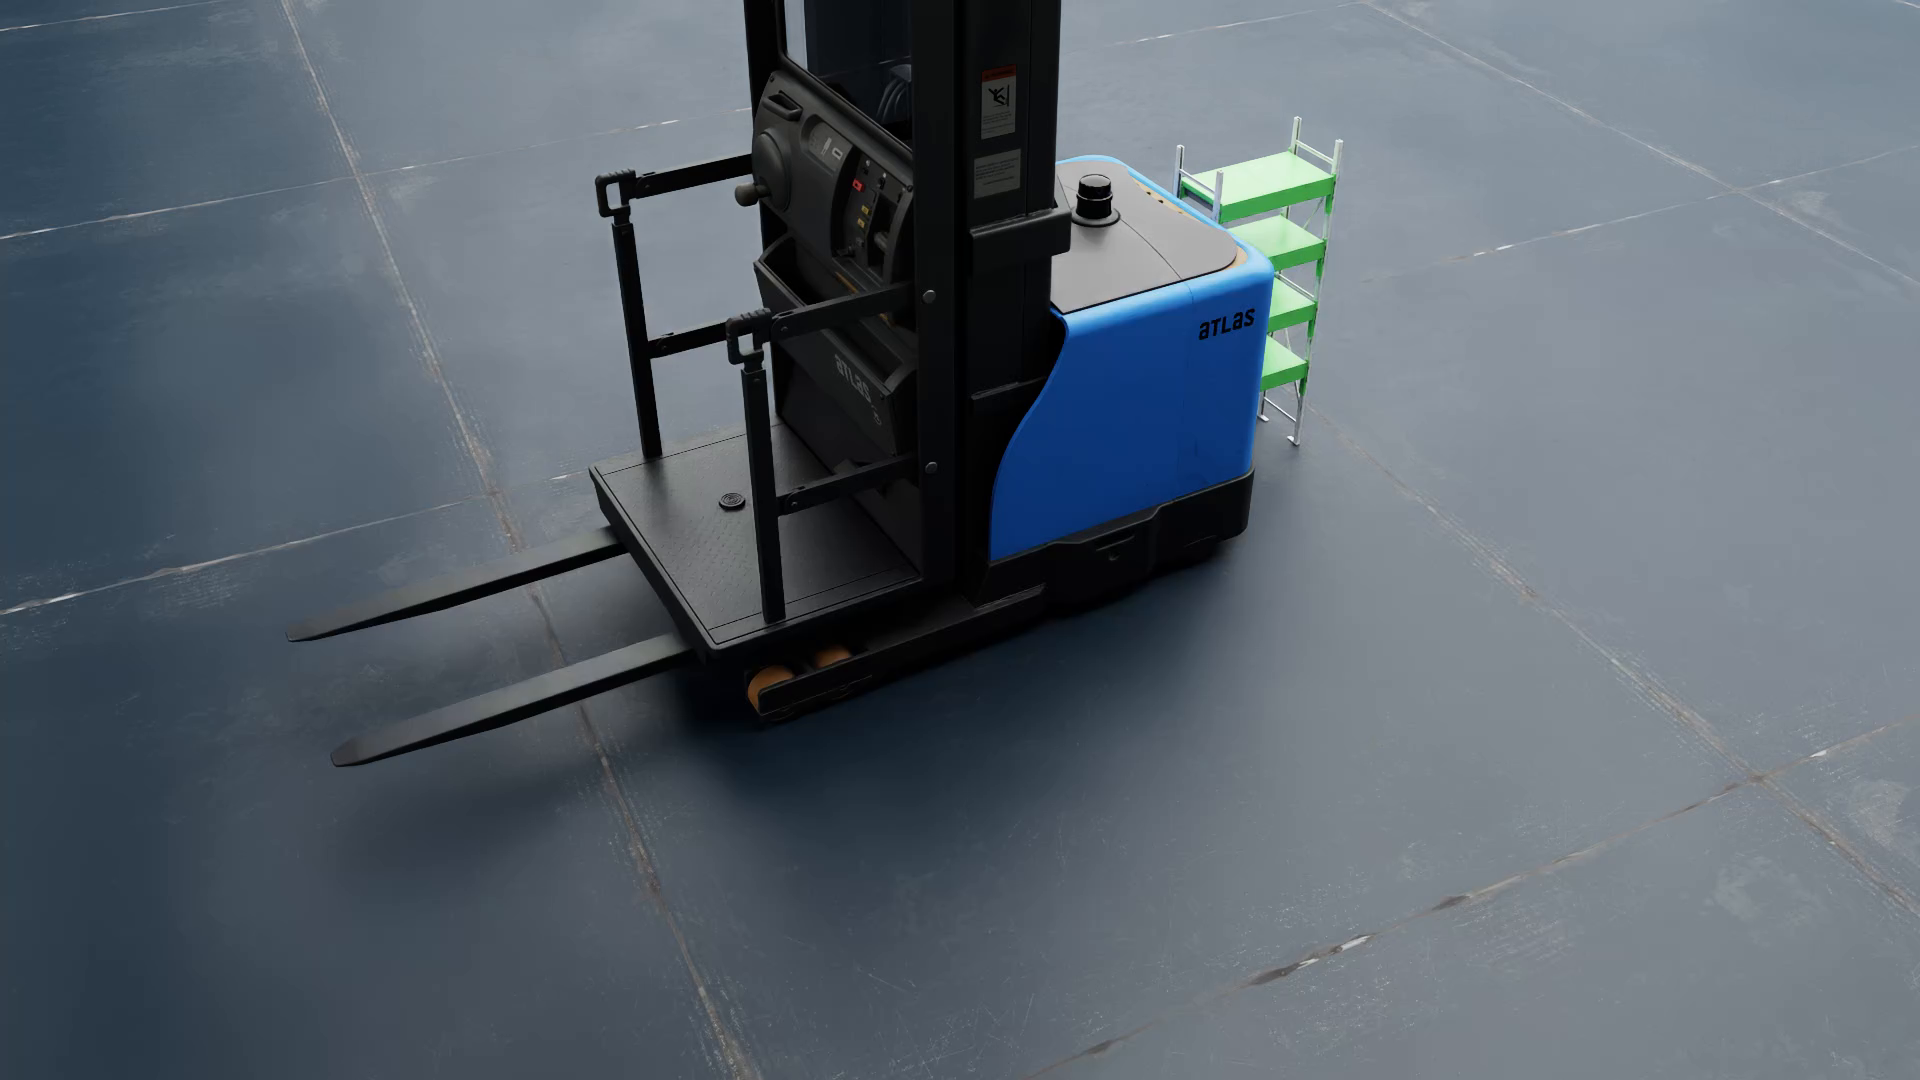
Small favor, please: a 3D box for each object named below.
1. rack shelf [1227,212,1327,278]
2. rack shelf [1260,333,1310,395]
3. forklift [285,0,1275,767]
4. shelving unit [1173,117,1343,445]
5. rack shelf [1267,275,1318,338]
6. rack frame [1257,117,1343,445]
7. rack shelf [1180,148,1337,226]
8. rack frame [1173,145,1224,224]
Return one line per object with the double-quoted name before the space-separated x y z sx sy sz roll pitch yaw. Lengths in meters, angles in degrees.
"rack shelf" 0.994 -0.972 5.757 0.480 0.148 0.258 -18 40 -23
"rack shelf" 0.994 -0.586 6.043 0.480 0.148 0.258 -18 40 -23
"forklift" -0.550 -0.994 4.630 3.031 2.935 1.130 -18 40 -23
"shelving unit" 0.994 -0.830 5.862 0.503 1.200 0.258 -18 40 -23
"rack shelf" 0.994 -0.779 5.900 0.480 0.148 0.258 -18 40 -23
"rack frame" 1.207 -0.901 5.958 0.015 1.200 0.240 -18 40 -23
"rack shelf" 0.994 -1.164 5.614 0.480 0.148 0.258 -18 40 -23
"rack frame" 0.782 -0.759 5.766 0.015 1.200 0.240 -18 40 -23
